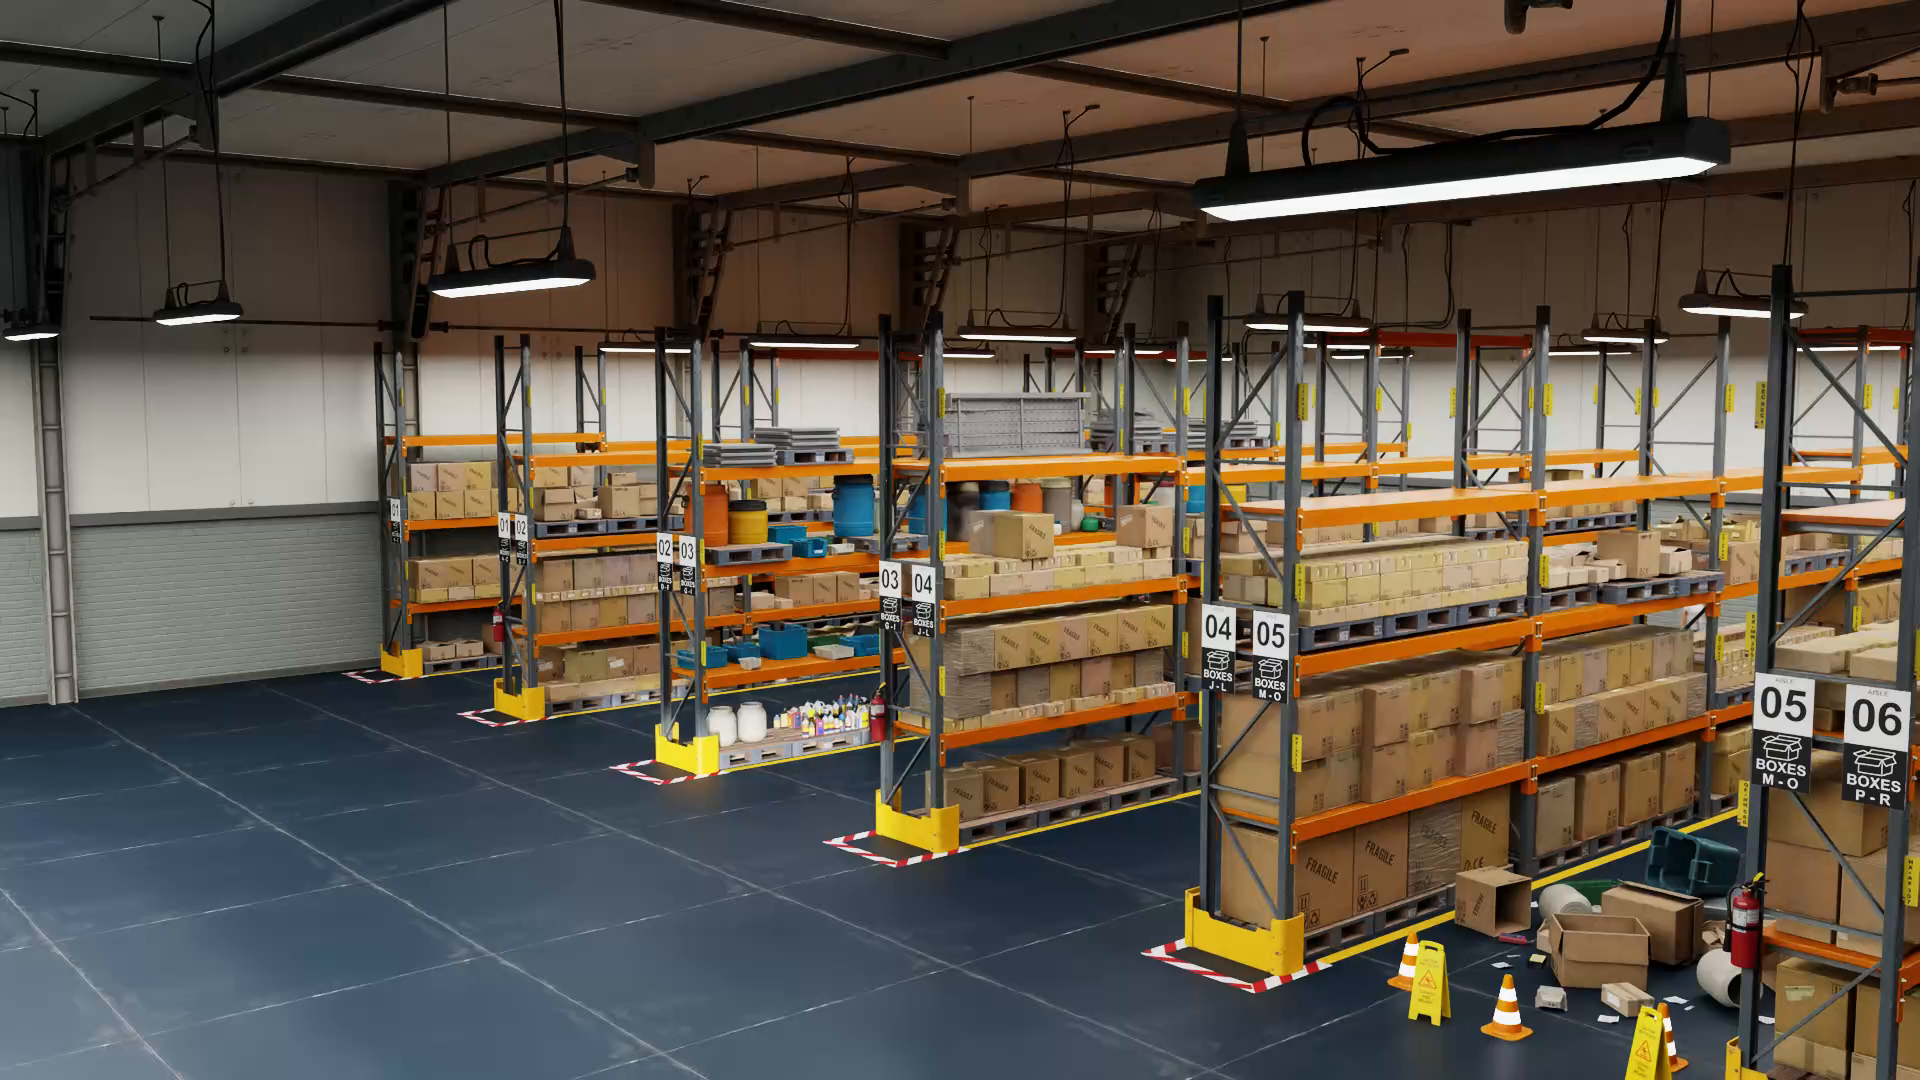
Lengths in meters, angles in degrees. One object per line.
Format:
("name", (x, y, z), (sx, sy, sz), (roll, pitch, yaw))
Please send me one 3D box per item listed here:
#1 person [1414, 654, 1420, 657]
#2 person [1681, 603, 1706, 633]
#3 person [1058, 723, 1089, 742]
("person", (6.284, 2.276, 22.394), (0.649, 1.703, 0.720), (4, 6, 34))
("person", (13.584, 1.602, 30.486), (0.661, 1.591, 0.758), (3, 6, 29))
("person", (1.425, 2.090, 22.933), (0.751, 1.454, 0.592), (-2, 6, -23))
